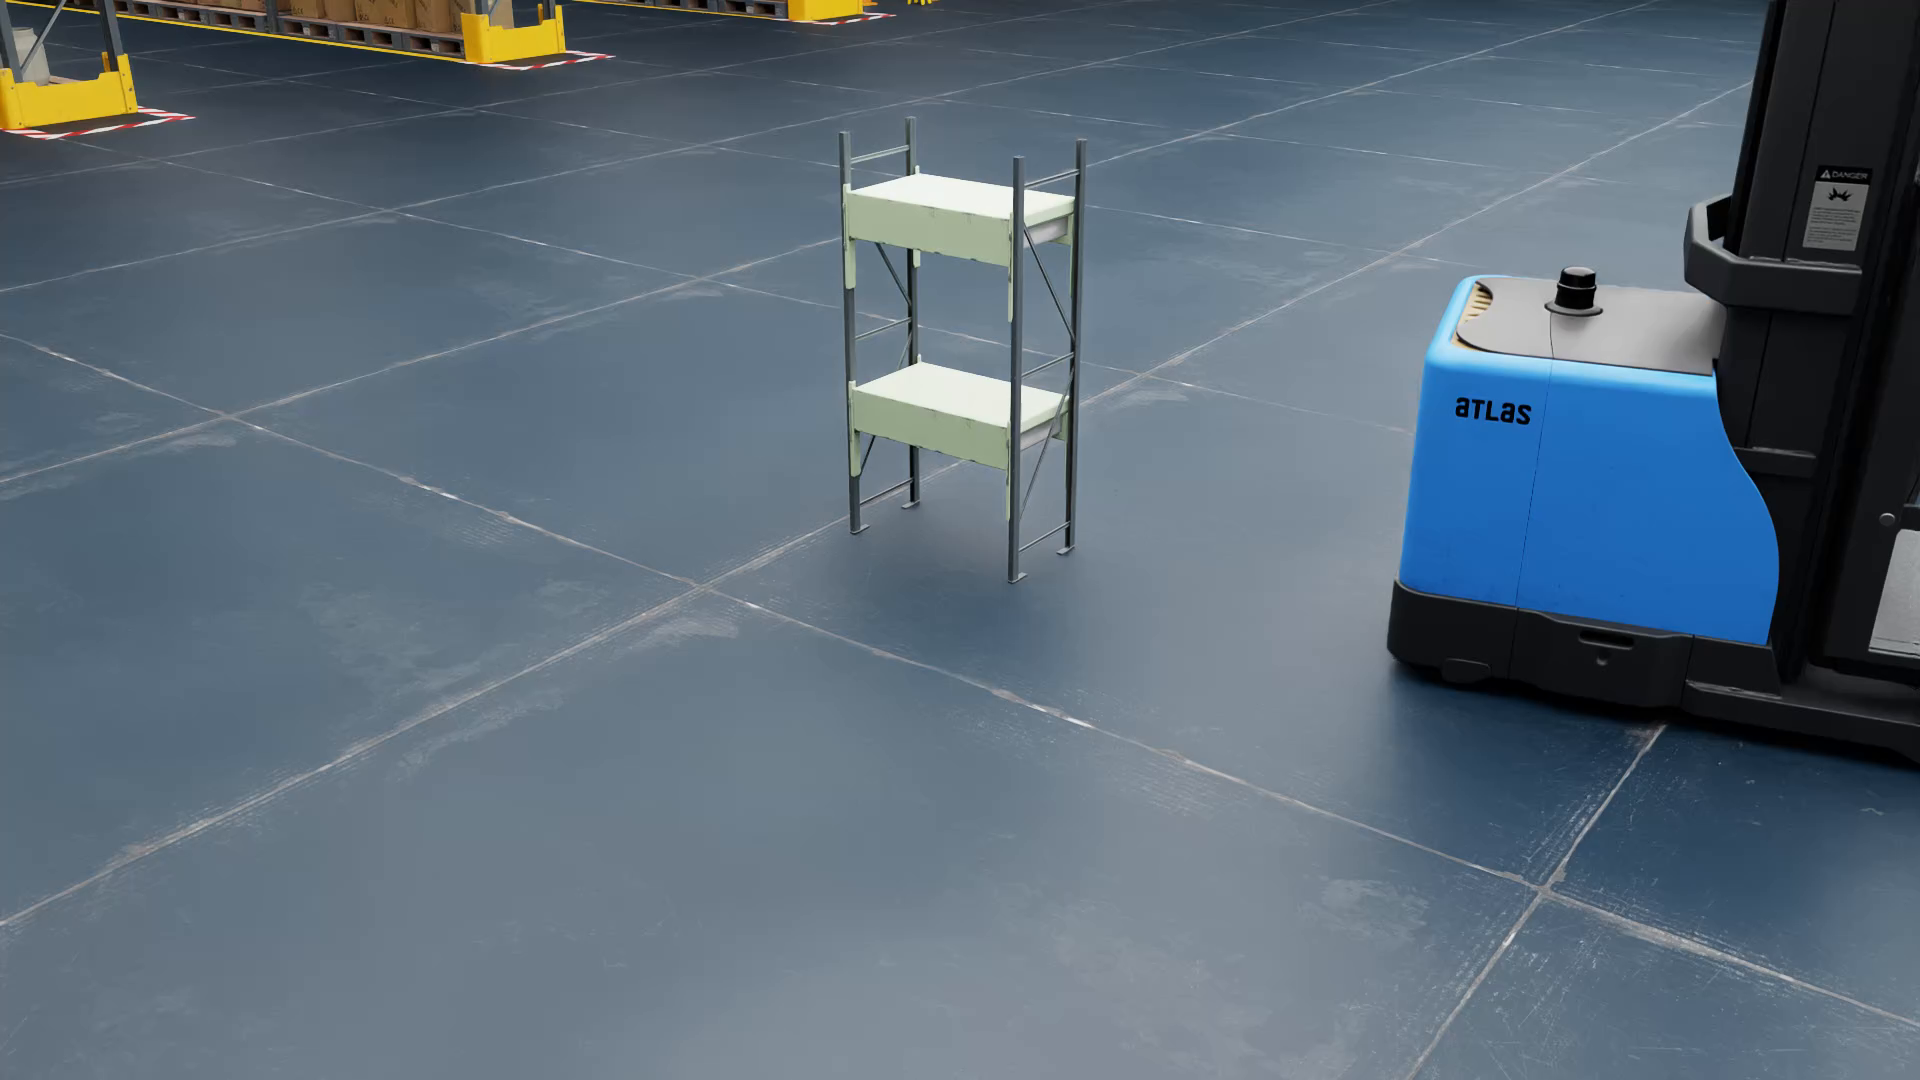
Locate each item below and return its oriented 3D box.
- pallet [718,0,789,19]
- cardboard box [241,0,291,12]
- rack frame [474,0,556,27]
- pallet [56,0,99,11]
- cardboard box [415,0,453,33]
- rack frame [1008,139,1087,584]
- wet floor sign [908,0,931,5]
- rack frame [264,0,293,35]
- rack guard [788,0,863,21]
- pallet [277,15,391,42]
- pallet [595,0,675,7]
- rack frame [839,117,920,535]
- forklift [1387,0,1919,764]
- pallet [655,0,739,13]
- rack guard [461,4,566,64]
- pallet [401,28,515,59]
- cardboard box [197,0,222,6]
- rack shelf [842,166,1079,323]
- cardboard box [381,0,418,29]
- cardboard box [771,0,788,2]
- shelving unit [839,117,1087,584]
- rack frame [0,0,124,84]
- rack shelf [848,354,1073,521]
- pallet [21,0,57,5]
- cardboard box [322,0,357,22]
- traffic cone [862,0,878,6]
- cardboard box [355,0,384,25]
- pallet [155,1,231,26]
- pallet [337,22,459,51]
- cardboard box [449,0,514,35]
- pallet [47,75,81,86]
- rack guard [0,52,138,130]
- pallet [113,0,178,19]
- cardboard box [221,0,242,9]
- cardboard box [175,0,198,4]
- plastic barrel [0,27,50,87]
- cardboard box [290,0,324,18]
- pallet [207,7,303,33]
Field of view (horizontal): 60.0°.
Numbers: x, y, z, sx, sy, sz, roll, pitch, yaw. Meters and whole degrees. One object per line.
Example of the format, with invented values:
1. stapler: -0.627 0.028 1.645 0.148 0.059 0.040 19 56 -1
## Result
1. pallet: -2.467 -7.163 22.246 1.213 0.211 1.003 17 29 33
2. cardboard box: -8.515 -6.875 20.689 0.500 0.500 0.700 14 28 29
3. rack frame: -4.836 -6.695 17.725 0.127 3.000 1.000 17 29 33
4. pallet: -11.823 -7.569 23.166 1.213 0.211 1.003 17 29 33
5. cardboard box: -5.825 -6.033 18.803 0.500 0.500 0.500 -17 29 -34
6. rack frame: 0.298 -0.596 5.743 0.023 1.500 0.400 17 29 33
7. wet floor sign: -0.570 -7.826 23.211 0.232 0.644 0.267 12 26 24
8. rack frame: -8.037 -7.663 19.921 0.127 3.000 1.000 17 29 33
9. rack guard: -1.761 -7.121 21.793 0.348 0.500 1.175 17 29 33
10. pallet: -7.478 -6.235 20.140 1.213 0.211 1.003 17 29 33
11. pallet: -4.420 -7.753 23.585 1.213 0.211 1.003 17 29 33
12. rack frame: -0.288 -0.773 6.145 0.023 1.500 0.400 17 29 33
13. forklift: 2.928 -0.876 4.603 3.031 2.935 1.130 9 25 20
14. pallet: -3.439 -7.458 22.916 1.213 0.211 1.003 17 29 33
15. rack guard: -4.897 -5.570 18.271 0.348 0.500 1.175 17 29 33
16. pallet: -5.526 -5.645 18.801 1.213 0.211 1.003 17 29 33
17. cardboard box: -9.333 -7.132 21.271 0.500 0.500 0.700 14 27 29
18. rack shelf: 0.005 -1.042 5.787 0.720 0.370 0.431 17 29 33
19. cardboard box: -6.314 -6.191 19.160 0.500 0.500 0.500 20 31 38
20. cardboard box: -2.363 -7.634 21.970 0.875 0.875 0.875 17 29 34
21. shelving unit: 0.005 -0.685 5.944 0.755 1.500 0.431 17 29 33
22. rack frame: -7.807 -5.097 14.099 0.127 3.000 1.000 17 29 33
23. rack shelf: 0.005 -0.386 6.075 0.720 0.370 0.431 17 29 33
24. pallet: -12.795 -7.864 23.836 1.213 0.211 1.003 17 29 33
25. cardboard box: -7.278 -6.465 19.783 0.500 0.500 0.500 -16 28 -31
26. traffic cone: -1.354 -7.697 23.145 0.334 0.463 0.336 17 29 33
27. cardboard box: -6.734 -6.340 19.499 0.500 0.500 0.500 14 27 29
28. pallet: -9.641 -6.869 21.578 1.213 0.211 1.003 17 29 33
29. pallet: -6.498 -5.941 19.471 1.213 0.211 1.003 17 29 33
30. cardboard box: -5.326 -5.900 18.500 0.500 0.500 0.500 -20 31 -38
31. pallet: -8.542 -4.023 15.118 1.213 0.211 1.003 17 29 33
32. rack guard: -7.896 -3.957 14.610 0.348 0.500 1.175 17 29 33
33. pallet: -10.613 -7.164 22.248 1.213 0.211 1.003 17 29 33
34. cardboard box: -8.886 -6.997 20.964 0.500 0.500 0.700 17 29 33
35. cardboard box: -9.780 -7.267 21.577 0.500 0.500 0.700 20 31 38
36. plastic barrel: -8.379 -4.285 14.821 0.421 0.512 0.421 0 24 0
37. cardboard box: -7.741 -6.601 20.091 0.500 0.500 0.500 16 28 32
38. pallet: -8.661 -6.574 20.909 1.213 0.211 1.003 17 29 33
